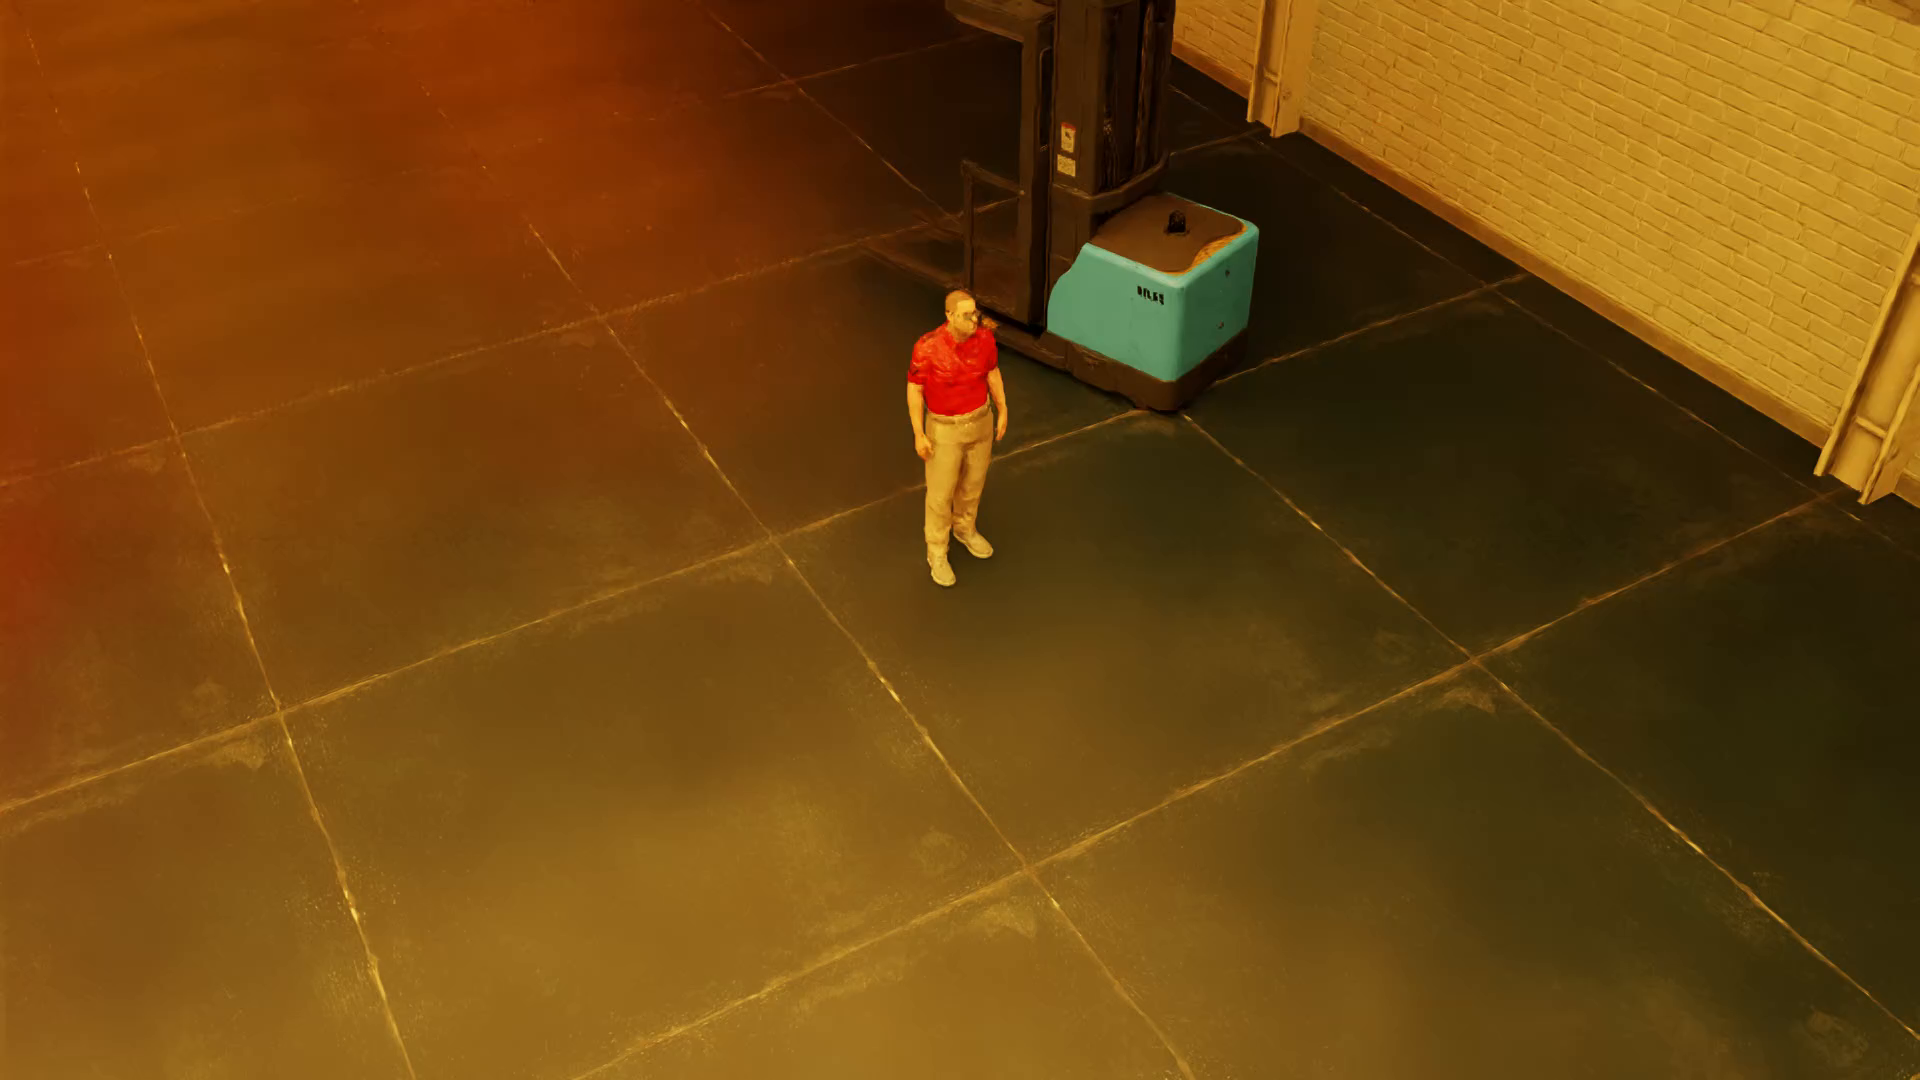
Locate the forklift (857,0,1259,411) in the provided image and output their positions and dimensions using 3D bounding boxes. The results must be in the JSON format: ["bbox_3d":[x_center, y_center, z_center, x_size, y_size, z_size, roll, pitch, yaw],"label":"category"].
[{"bbox_3d":[0.584,-2.794,11.405,3.031,2.935,1.130,28,47,30],"label":"forklift"}]

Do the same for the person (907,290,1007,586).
[{"bbox_3d":[0.035,-0.618,9.711,0.640,1.726,0.550,-20,44,-23],"label":"person"}]
